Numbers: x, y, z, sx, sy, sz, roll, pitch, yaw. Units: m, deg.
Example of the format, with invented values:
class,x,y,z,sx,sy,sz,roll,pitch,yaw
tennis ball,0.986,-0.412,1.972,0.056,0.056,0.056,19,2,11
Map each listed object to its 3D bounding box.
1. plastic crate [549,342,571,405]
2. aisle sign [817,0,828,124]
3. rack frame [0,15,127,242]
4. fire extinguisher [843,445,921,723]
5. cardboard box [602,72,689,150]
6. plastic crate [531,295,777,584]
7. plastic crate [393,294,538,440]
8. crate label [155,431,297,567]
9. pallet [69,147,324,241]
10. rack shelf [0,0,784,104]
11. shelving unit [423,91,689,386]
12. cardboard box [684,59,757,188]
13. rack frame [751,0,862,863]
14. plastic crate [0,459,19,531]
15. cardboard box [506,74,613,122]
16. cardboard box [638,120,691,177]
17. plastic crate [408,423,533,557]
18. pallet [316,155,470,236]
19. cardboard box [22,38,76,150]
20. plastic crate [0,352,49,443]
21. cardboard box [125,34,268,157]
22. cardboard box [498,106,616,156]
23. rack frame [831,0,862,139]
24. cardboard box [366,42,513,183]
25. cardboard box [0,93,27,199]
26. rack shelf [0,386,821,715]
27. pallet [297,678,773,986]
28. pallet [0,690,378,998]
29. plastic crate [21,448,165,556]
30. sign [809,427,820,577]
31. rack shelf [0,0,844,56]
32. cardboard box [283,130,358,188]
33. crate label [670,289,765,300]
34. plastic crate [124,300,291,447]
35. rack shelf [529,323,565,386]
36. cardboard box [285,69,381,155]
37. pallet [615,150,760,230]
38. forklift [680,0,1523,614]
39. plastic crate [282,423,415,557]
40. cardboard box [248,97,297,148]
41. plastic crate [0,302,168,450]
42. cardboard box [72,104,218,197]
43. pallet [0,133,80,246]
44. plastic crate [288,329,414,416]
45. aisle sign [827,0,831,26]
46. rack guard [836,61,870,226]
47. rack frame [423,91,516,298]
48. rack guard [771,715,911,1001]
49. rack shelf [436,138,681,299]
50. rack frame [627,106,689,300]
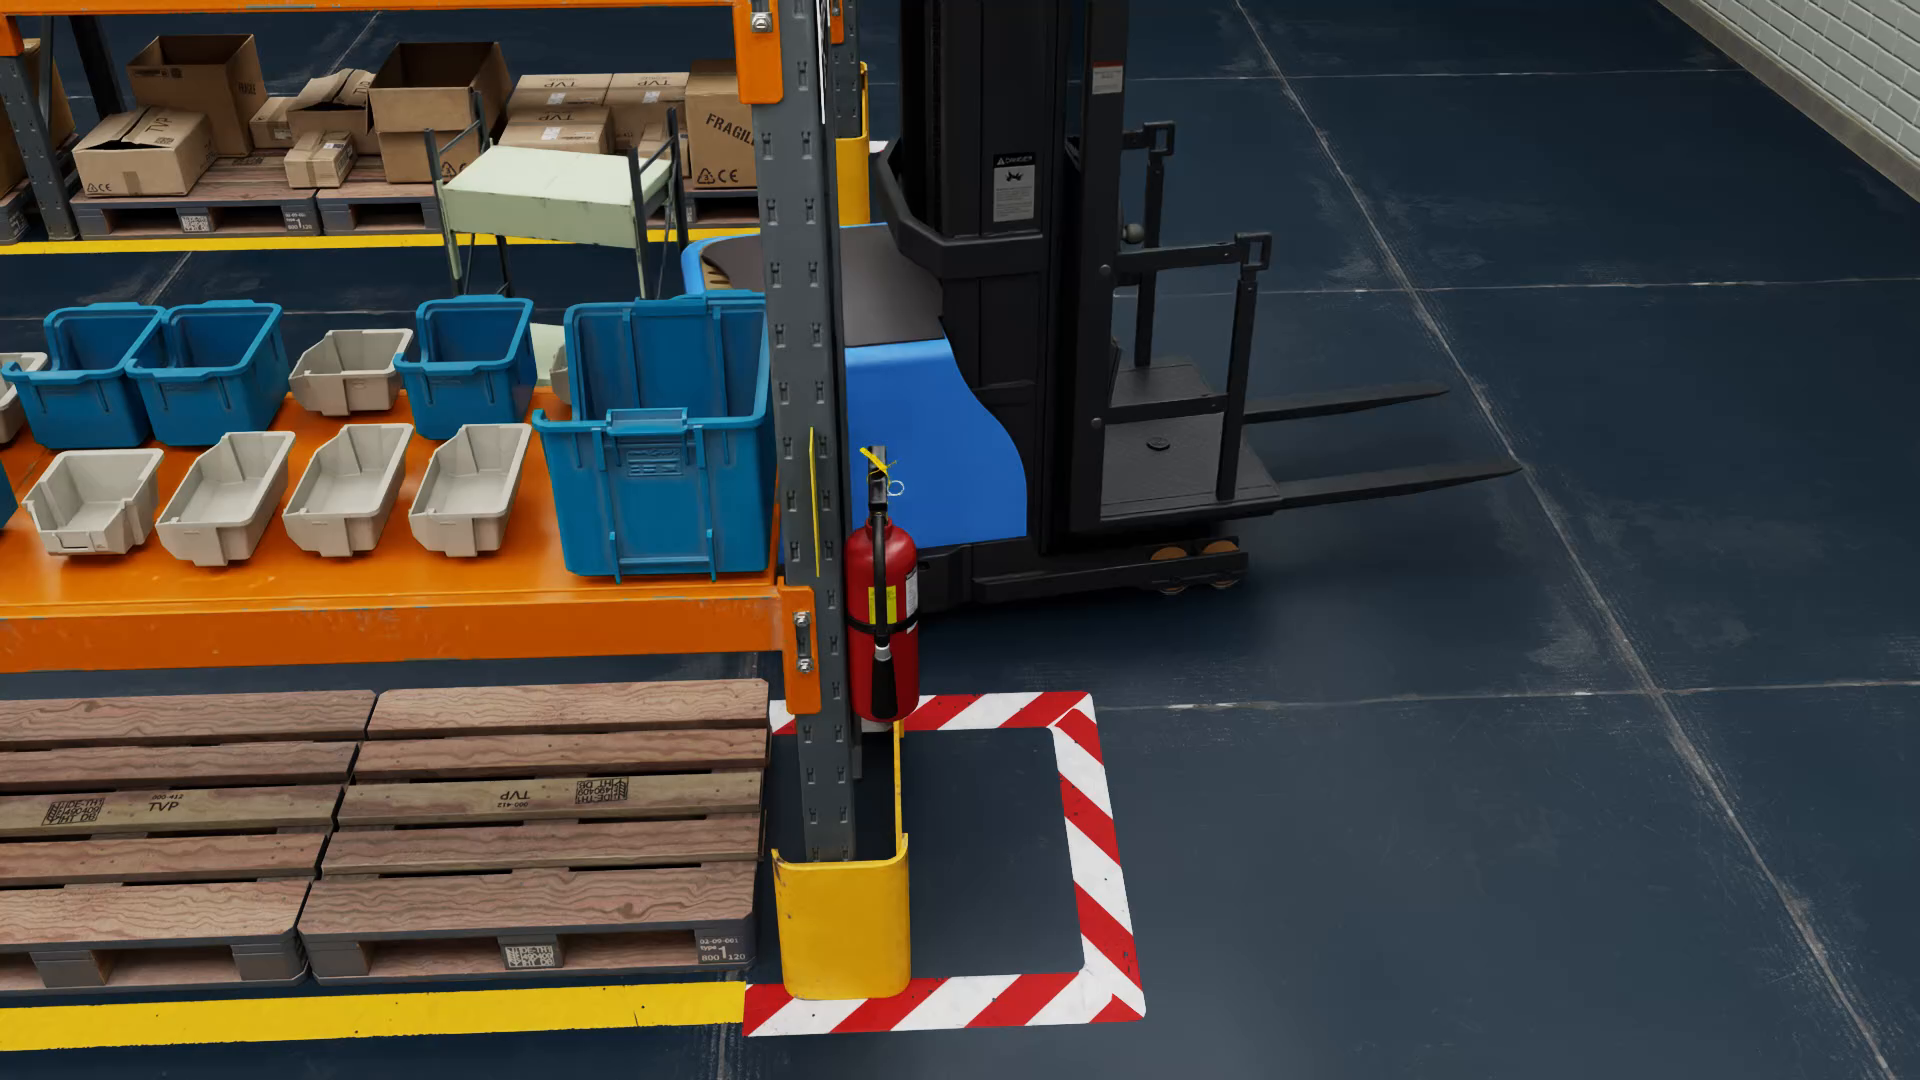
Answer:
class,x,y,z,sx,sy,sz,roll,pitch,yaw
plastic crate,-0.941,-0.460,4.457,0.298,0.136,0.250,-2,35,-2
aisle sign,-0.269,-1.229,3.105,0.004,0.787,0.394,-2,35,-2
rack frame,-4.581,-3.032,7.996,0.127,3.000,1.000,-2,35,-2
fire extinguisher,-0.183,0.115,3.844,0.183,0.674,0.296,-2,35,-2
cardboard box,-1.642,-2.324,9.001,0.500,0.250,0.500,-2,35,-2
plastic crate,-0.680,-0.248,3.889,0.499,0.435,0.616,-2,35,-2
plastic crate,-1.275,-0.443,4.349,0.300,0.233,0.416,-2,35,-2
crate label,-1.728,-0.095,3.930,0.243,0.136,0.396,-2,35,-2
pallet,-3.895,-1.904,8.815,1.213,0.211,1.003,-2,35,-2
rack shelf,-2.353,-1.208,3.356,4.000,0.370,1.077,-2,35,-2
shelving unit,-1.402,-0.828,6.128,0.755,1.500,0.431,7,35,10
cardboard box,-1.117,-2.139,8.514,0.500,0.500,0.500,-2,35,-2
rack frame,-0.355,-0.324,4.083,0.127,3.000,1.000,-2,35,-2
plastic crate,-2.394,-0.079,3.823,0.300,0.233,0.416,-2,35,-2
cardboard box,-2.141,-2.310,8.982,0.500,0.250,0.500,-2,35,-2
cardboard box,-1.526,-2.042,8.667,0.250,0.166,0.380,-2,35,-2
plastic crate,-1.161,-0.116,3.960,0.243,0.136,0.396,-2,35,-2
pallet,-2.673,-1.938,8.865,1.213,0.211,1.003,-2,35,-2
cardboard box,-5.076,-2.311,8.763,0.500,0.500,0.500,-3,35,-4
plastic crate,-2.625,-0.351,4.300,0.466,0.136,0.293,-2,35,-2
cardboard box,-4.025,-2.362,8.837,0.500,0.500,0.500,-2,35,-2
cardboard box,-2.067,-2.027,8.573,0.500,0.250,0.500,-2,35,-2
rack frame,-0.586,-3.140,8.152,0.127,3.000,1.000,-2,35,-2
cardboard box,-2.705,-2.240,8.658,0.637,0.503,0.797,-2,35,-2
cardboard box,-5.060,-2.009,8.327,0.500,0.500,0.500,-2,35,-2
rack shelf,-2.353,0.025,4.210,4.000,0.370,1.077,-2,35,-2
pallet,-1.180,0.822,4.876,1.213,0.211,1.003,-2,35,-2
pallet,-2.396,0.854,4.831,1.213,0.211,1.003,-2,35,-2
plastic crate,-2.023,-0.076,3.903,0.250,0.136,0.298,-2,35,-2
sign,-0.313,-0.079,3.585,0.005,0.325,0.100,-2,35,-2
rack shelf,-2.583,-2.790,8.278,4.000,0.370,1.077,-2,35,-2
cardboard box,-3.288,-1.966,8.557,0.250,0.166,0.380,-2,35,-2
crate label,-0.617,-0.461,4.374,0.303,0.233,0.416,-2,35,-2
plastic crate,-1.932,-0.425,4.323,0.300,0.233,0.416,-2,35,-2
rack shelf,-1.402,-0.560,6.314,0.720,0.370,0.431,7,35,10
cardboard box,-3.276,-2.305,8.920,0.500,0.311,0.500,-2,35,-2
pallet,-1.458,-1.969,8.910,1.213,0.211,1.003,-2,35,-2
forklift,0.567,-1.301,5.554,3.031,2.935,1.130,-7,35,-10
plastic crate,-1.451,-0.116,3.961,0.243,0.136,0.396,-2,35,-2
cardboard box,-3.654,-2.262,9.001,0.250,0.149,0.380,-2,35,-2
plastic crate,-2.232,-0.417,4.311,0.300,0.233,0.416,-2,35,-2
cardboard box,-4.152,-1.996,8.474,0.500,0.311,0.500,-2,35,-2
pallet,-5.392,-1.842,8.727,1.213,0.211,1.003,-2,35,-2
plastic crate,-1.619,-0.441,4.431,0.298,0.136,0.250,-2,35,-2
aisle sign,-0.297,-1.564,3.590,0.004,0.787,0.394,-2,35,-2
rack guard,-0.661,-2.110,8.860,0.348,0.500,1.175,-2,35,-2
rack frame,-1.759,-0.873,6.193,0.023,1.500,0.400,7,35,10
rack guard,-0.331,0.695,4.806,0.348,0.500,1.175,-2,35,-2
rack shelf,-1.402,-1.149,5.906,0.720,0.370,0.431,7,35,10
rack frame,-1.044,-0.783,6.063,0.023,1.500,0.400,7,35,10
